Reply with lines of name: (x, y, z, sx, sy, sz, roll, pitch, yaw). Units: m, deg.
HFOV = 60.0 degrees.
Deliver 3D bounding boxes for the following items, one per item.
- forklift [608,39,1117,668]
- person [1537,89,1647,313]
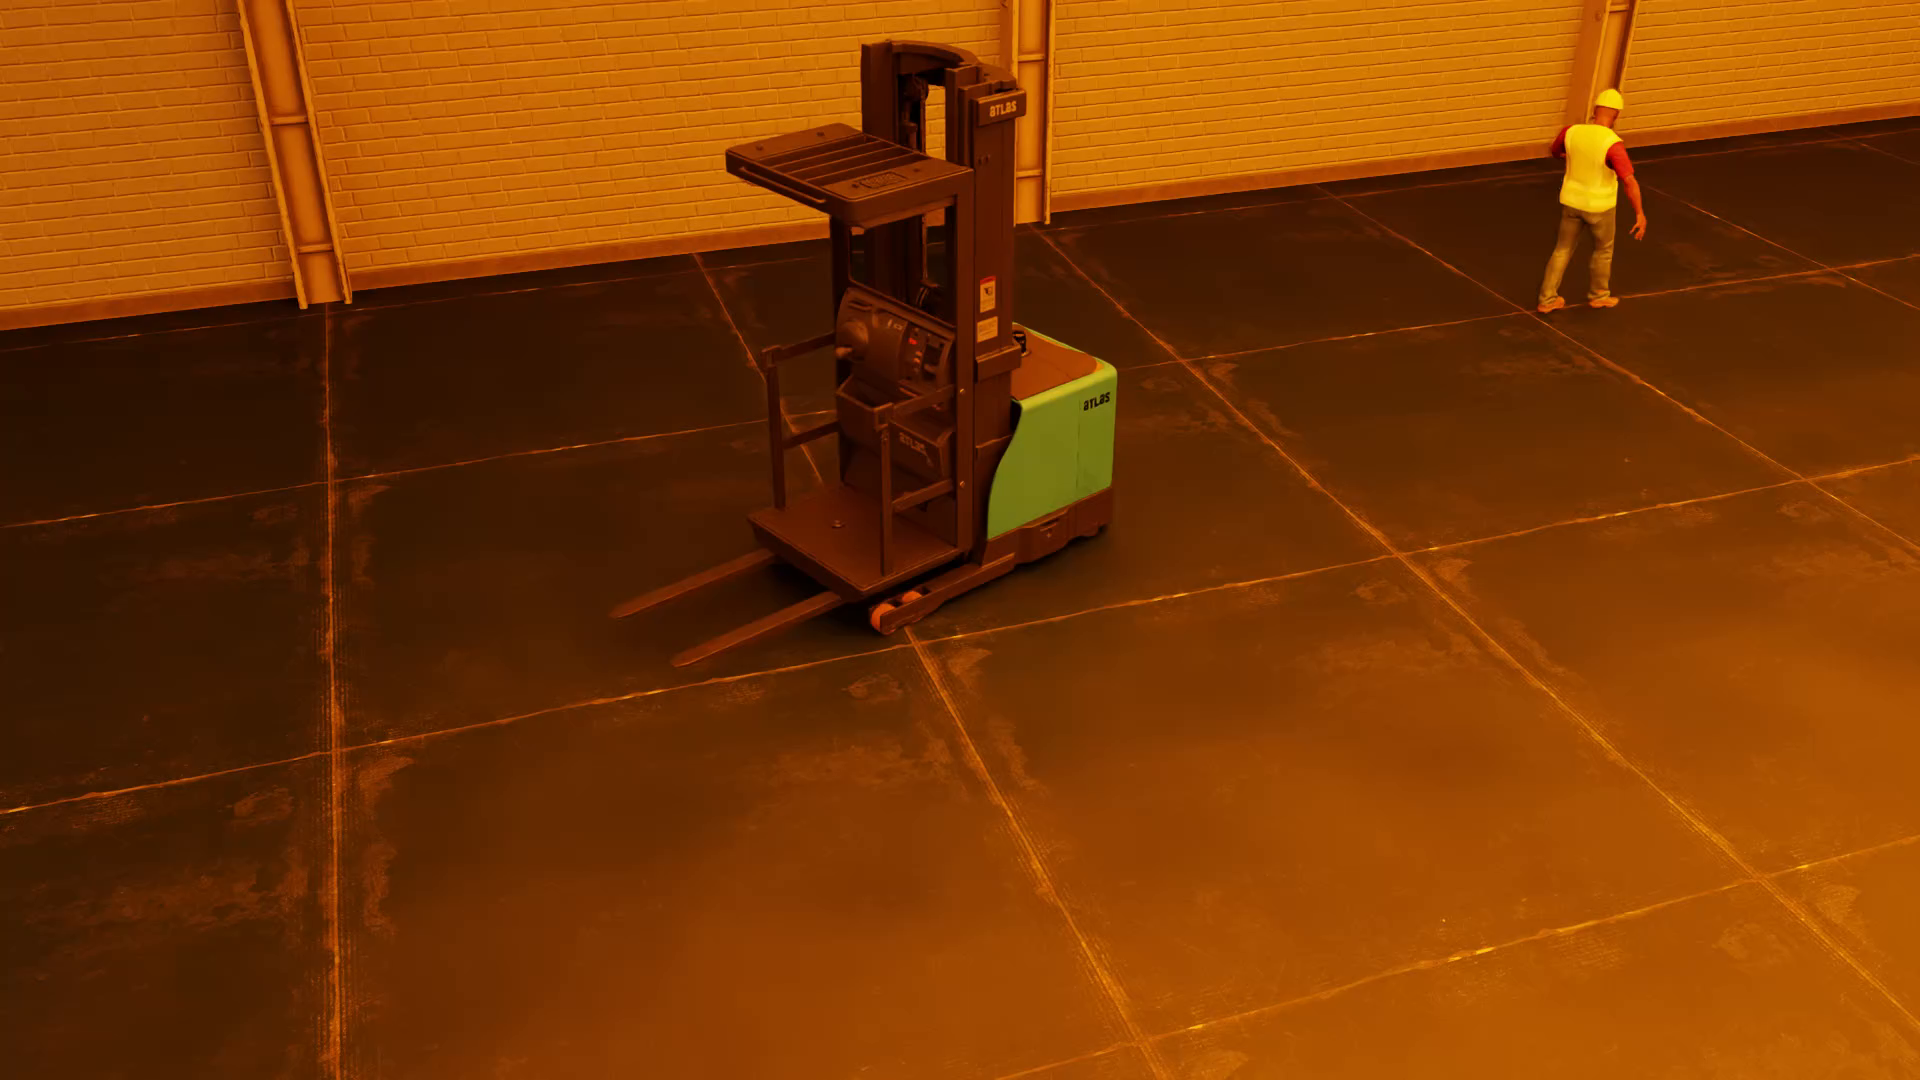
forklift: (-0.518, -1.048, 8.908, 3.031, 2.935, 1.130, -23, 37, -34)
person: (4.931, -2.603, 12.823, 0.737, 1.750, 1.045, -21, 36, -32)
